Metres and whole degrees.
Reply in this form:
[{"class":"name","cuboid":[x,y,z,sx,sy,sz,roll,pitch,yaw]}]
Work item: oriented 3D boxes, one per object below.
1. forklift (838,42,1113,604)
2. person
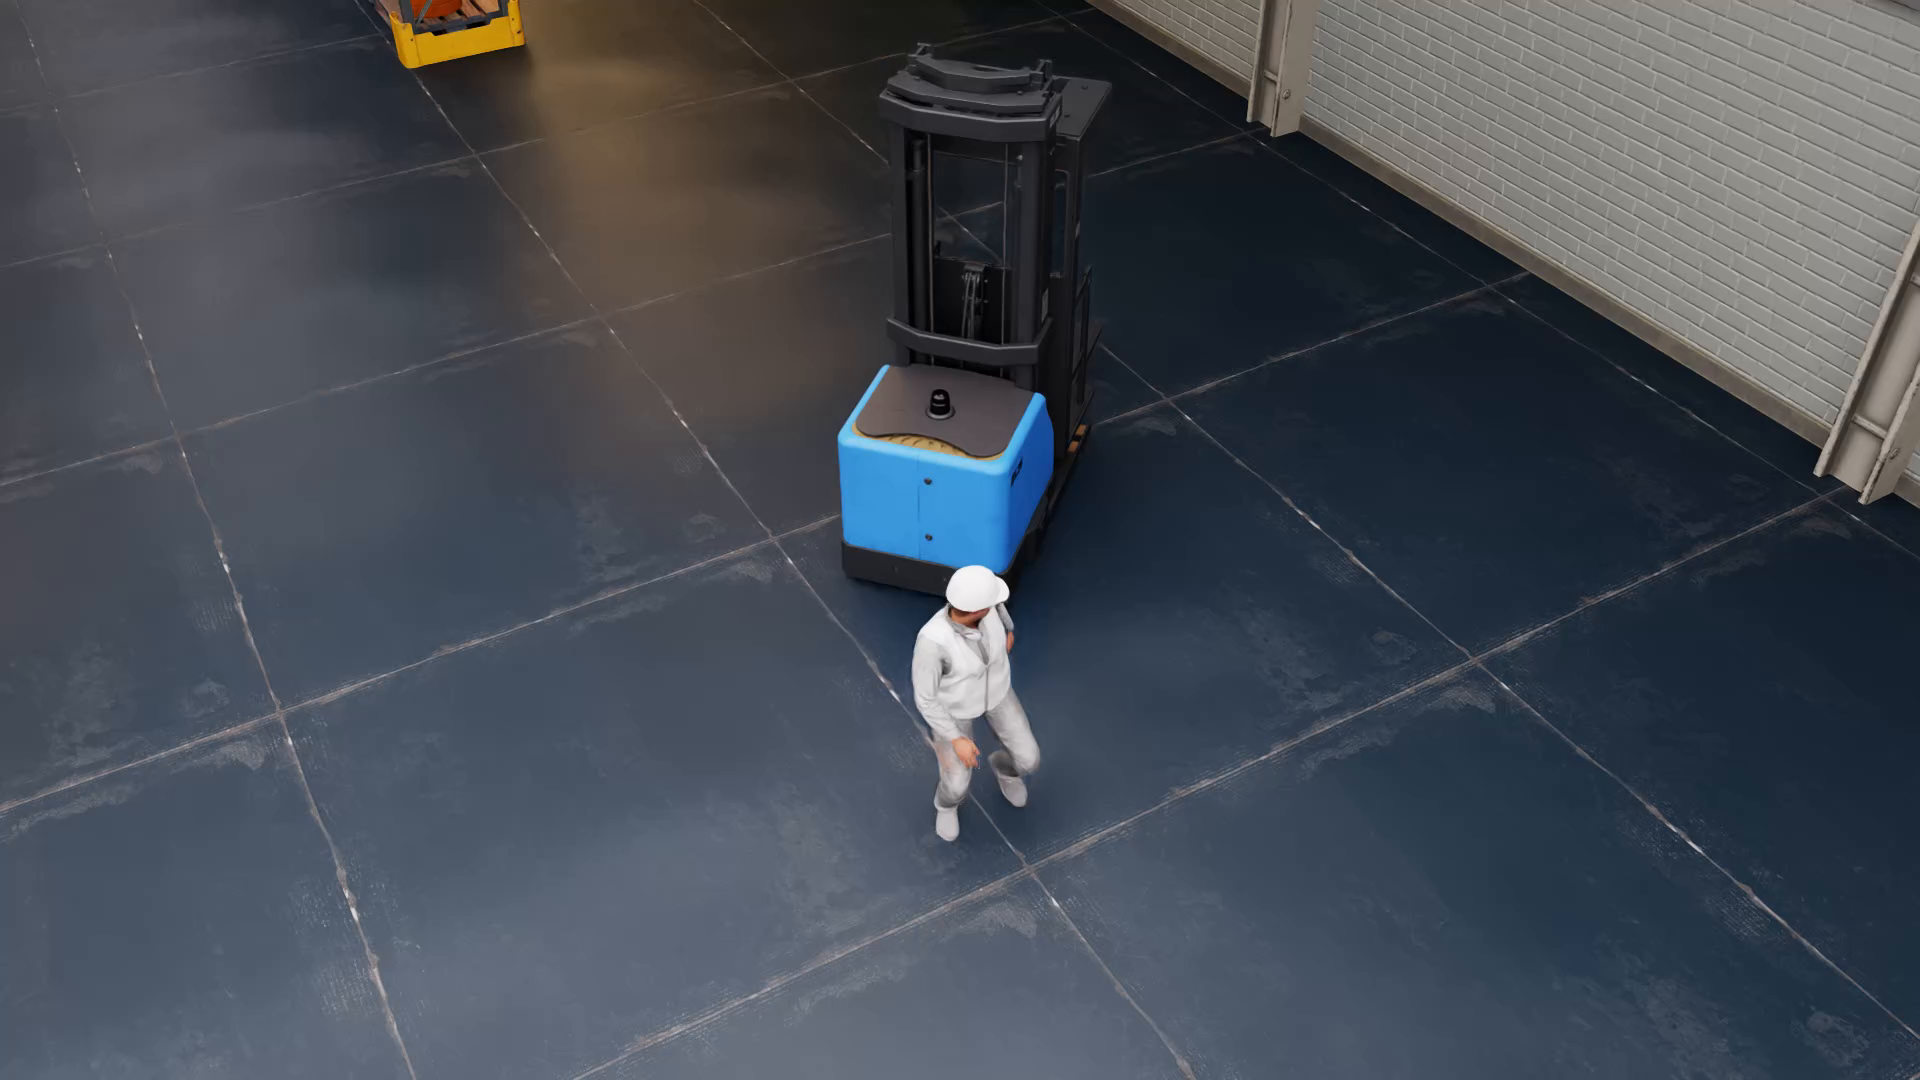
[{"class":"forklift","cuboid":[0.235,-1.686,10.069,1.130,2.935,3.031,12,41,14]},{"class":"person","cuboid":[0.078,0.769,8.096,0.753,1.686,0.650,-21,44,-23]}]
